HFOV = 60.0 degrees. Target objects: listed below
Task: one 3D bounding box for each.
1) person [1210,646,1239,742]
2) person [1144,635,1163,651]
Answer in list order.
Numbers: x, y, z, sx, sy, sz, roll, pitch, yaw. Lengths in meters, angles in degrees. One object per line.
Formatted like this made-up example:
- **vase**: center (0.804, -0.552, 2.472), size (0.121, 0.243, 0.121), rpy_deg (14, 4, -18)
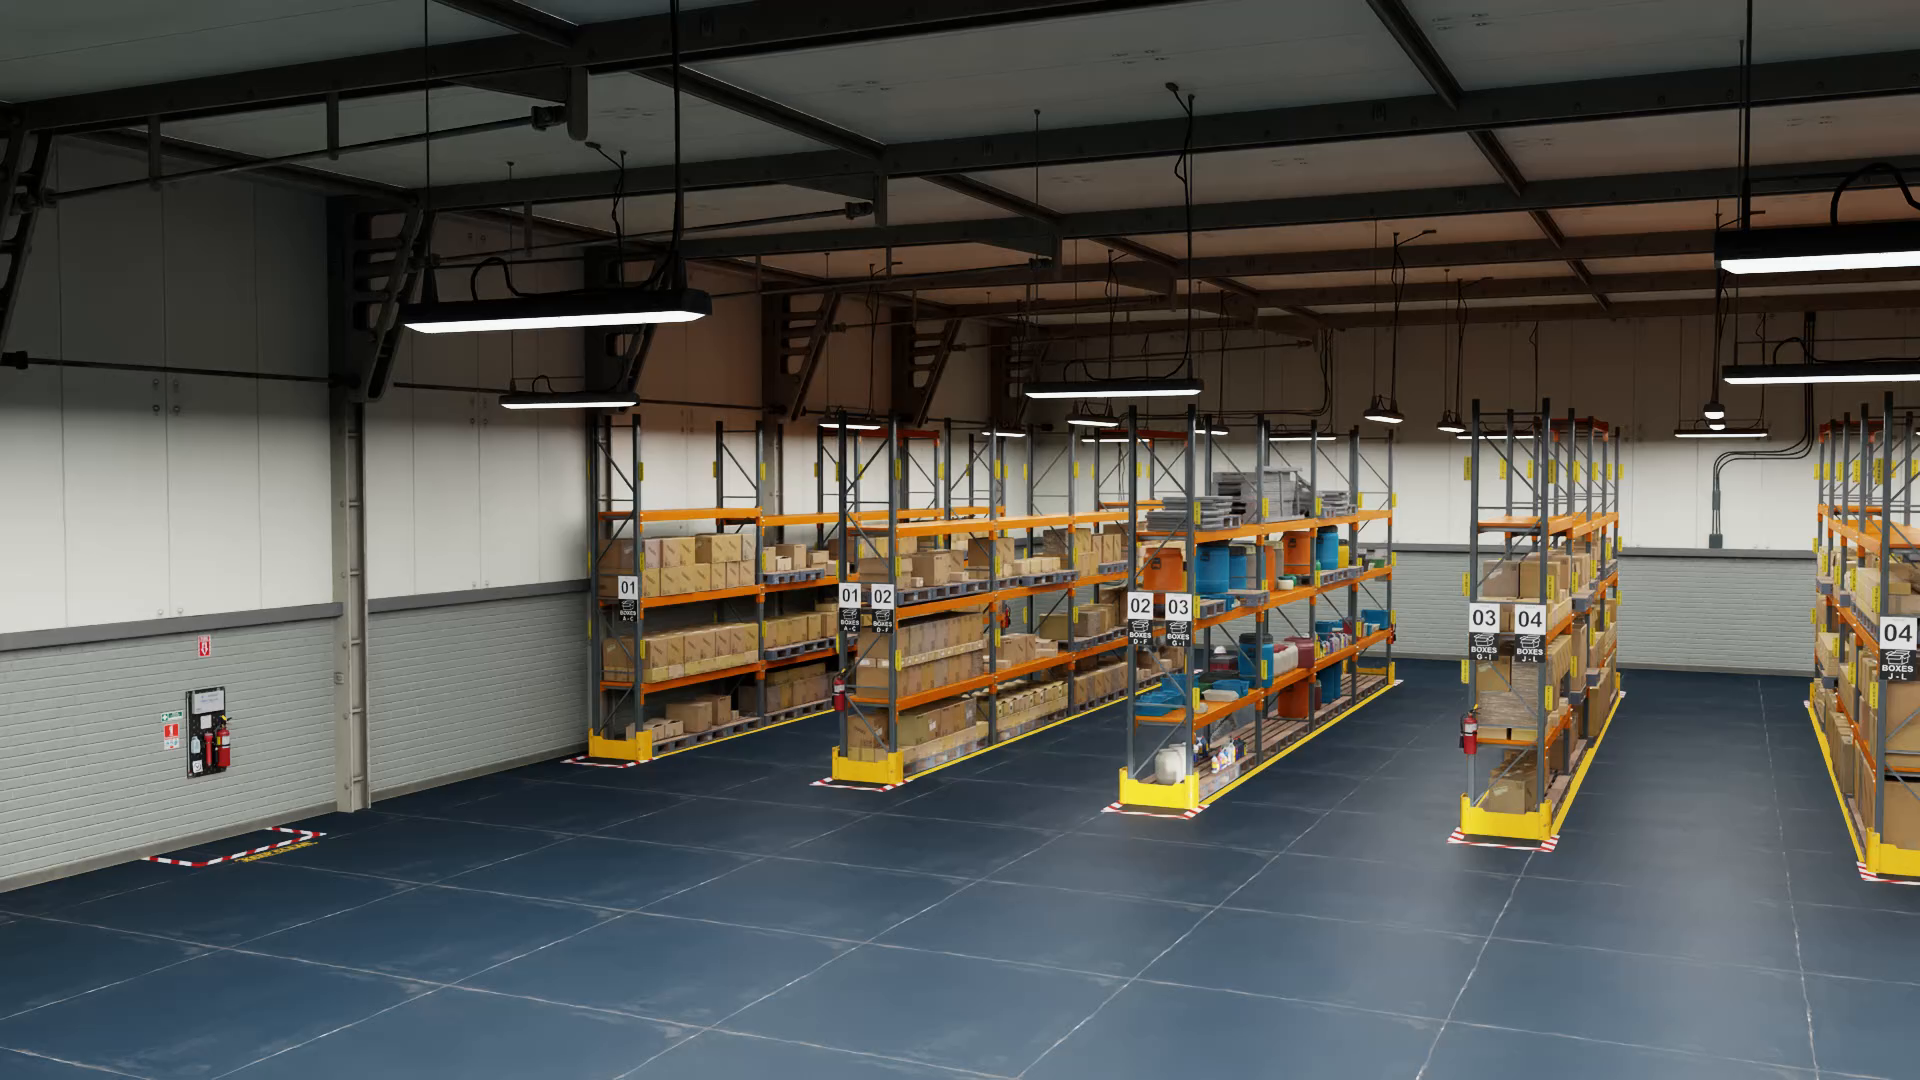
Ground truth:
- **person**: center (4.814, 2.835, 30.773), size (0.991, 1.731, 0.579), rpy_deg (-1, 3, -27)
- **person**: center (4.941, 2.416, 42.808), size (0.738, 1.647, 0.546), rpy_deg (1, 2, 13)
